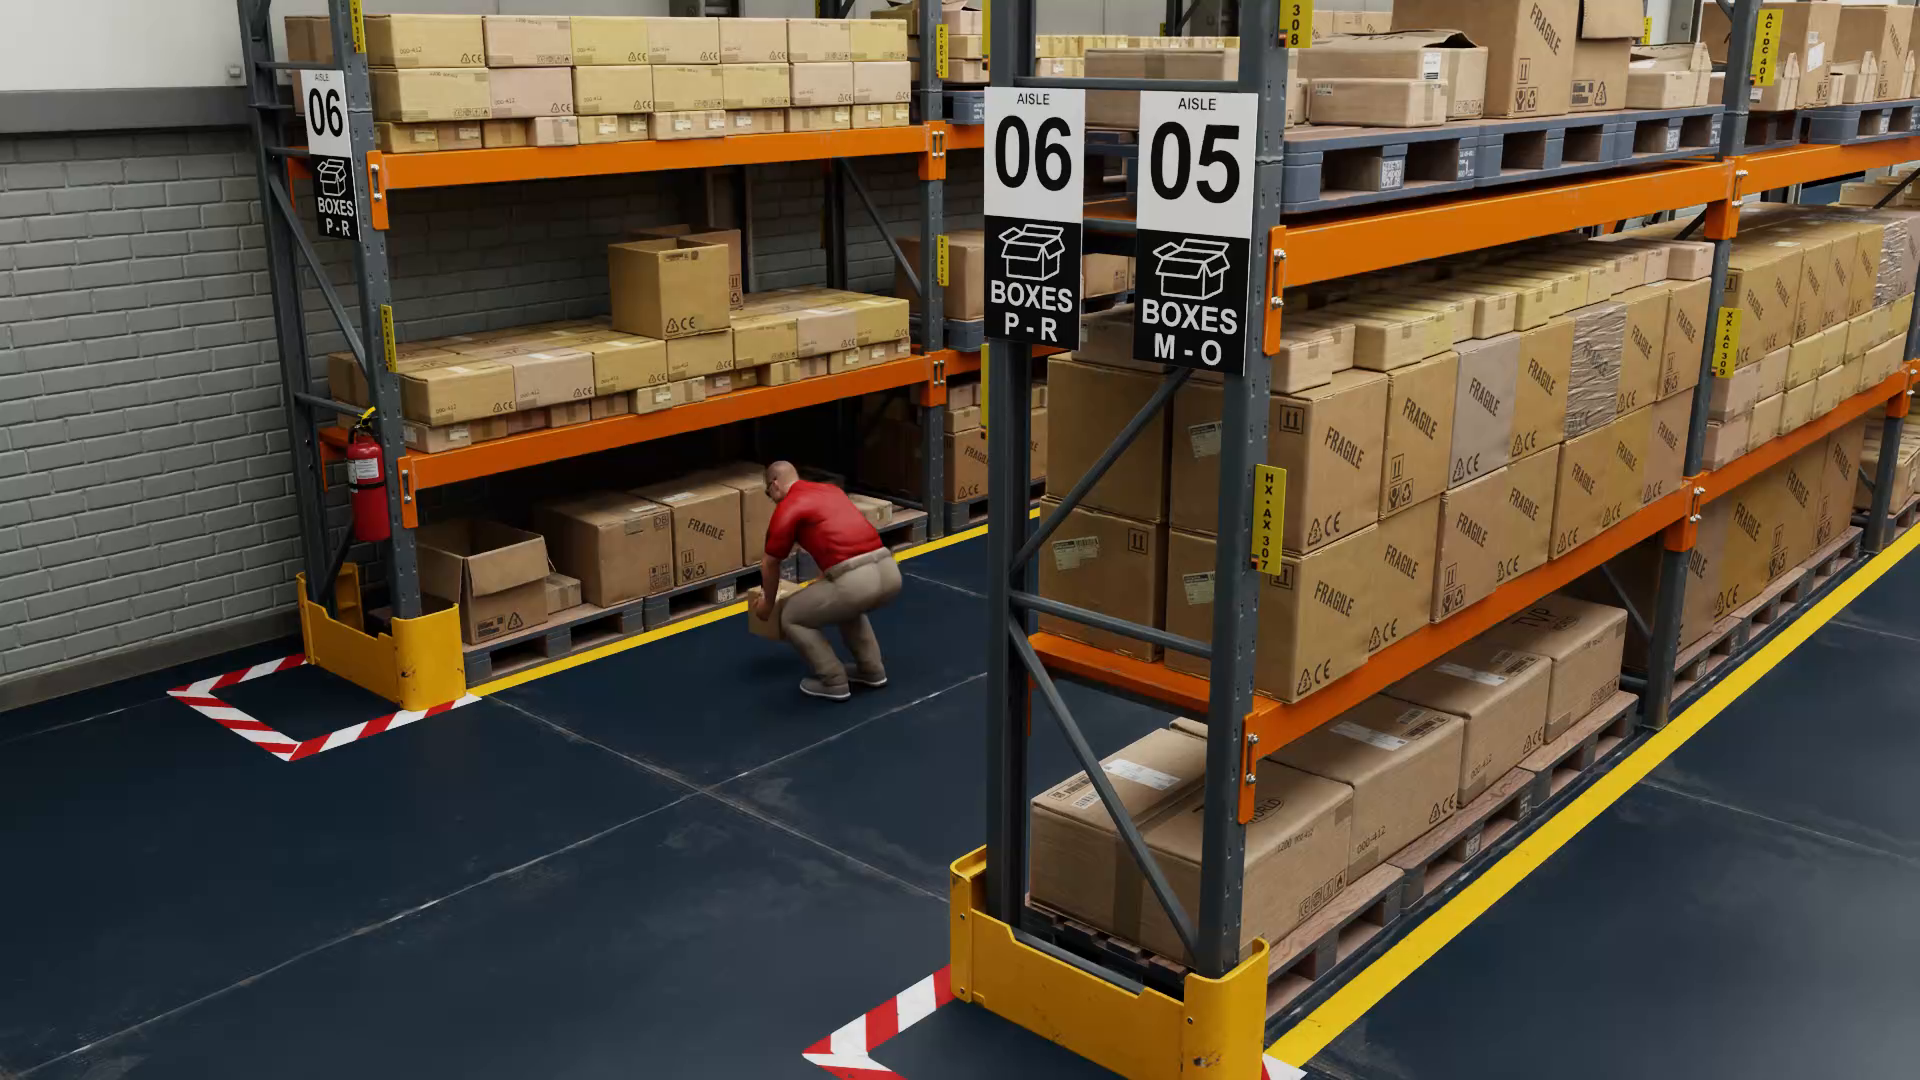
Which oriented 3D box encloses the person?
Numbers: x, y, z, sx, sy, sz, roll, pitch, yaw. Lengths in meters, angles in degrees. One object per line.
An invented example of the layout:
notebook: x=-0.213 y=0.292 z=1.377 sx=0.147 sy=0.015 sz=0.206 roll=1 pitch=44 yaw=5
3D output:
person: x=-0.709 y=0.212 z=8.777 sx=0.798 sy=1.208 sz=0.581 roll=14 pitch=22 yaw=39
